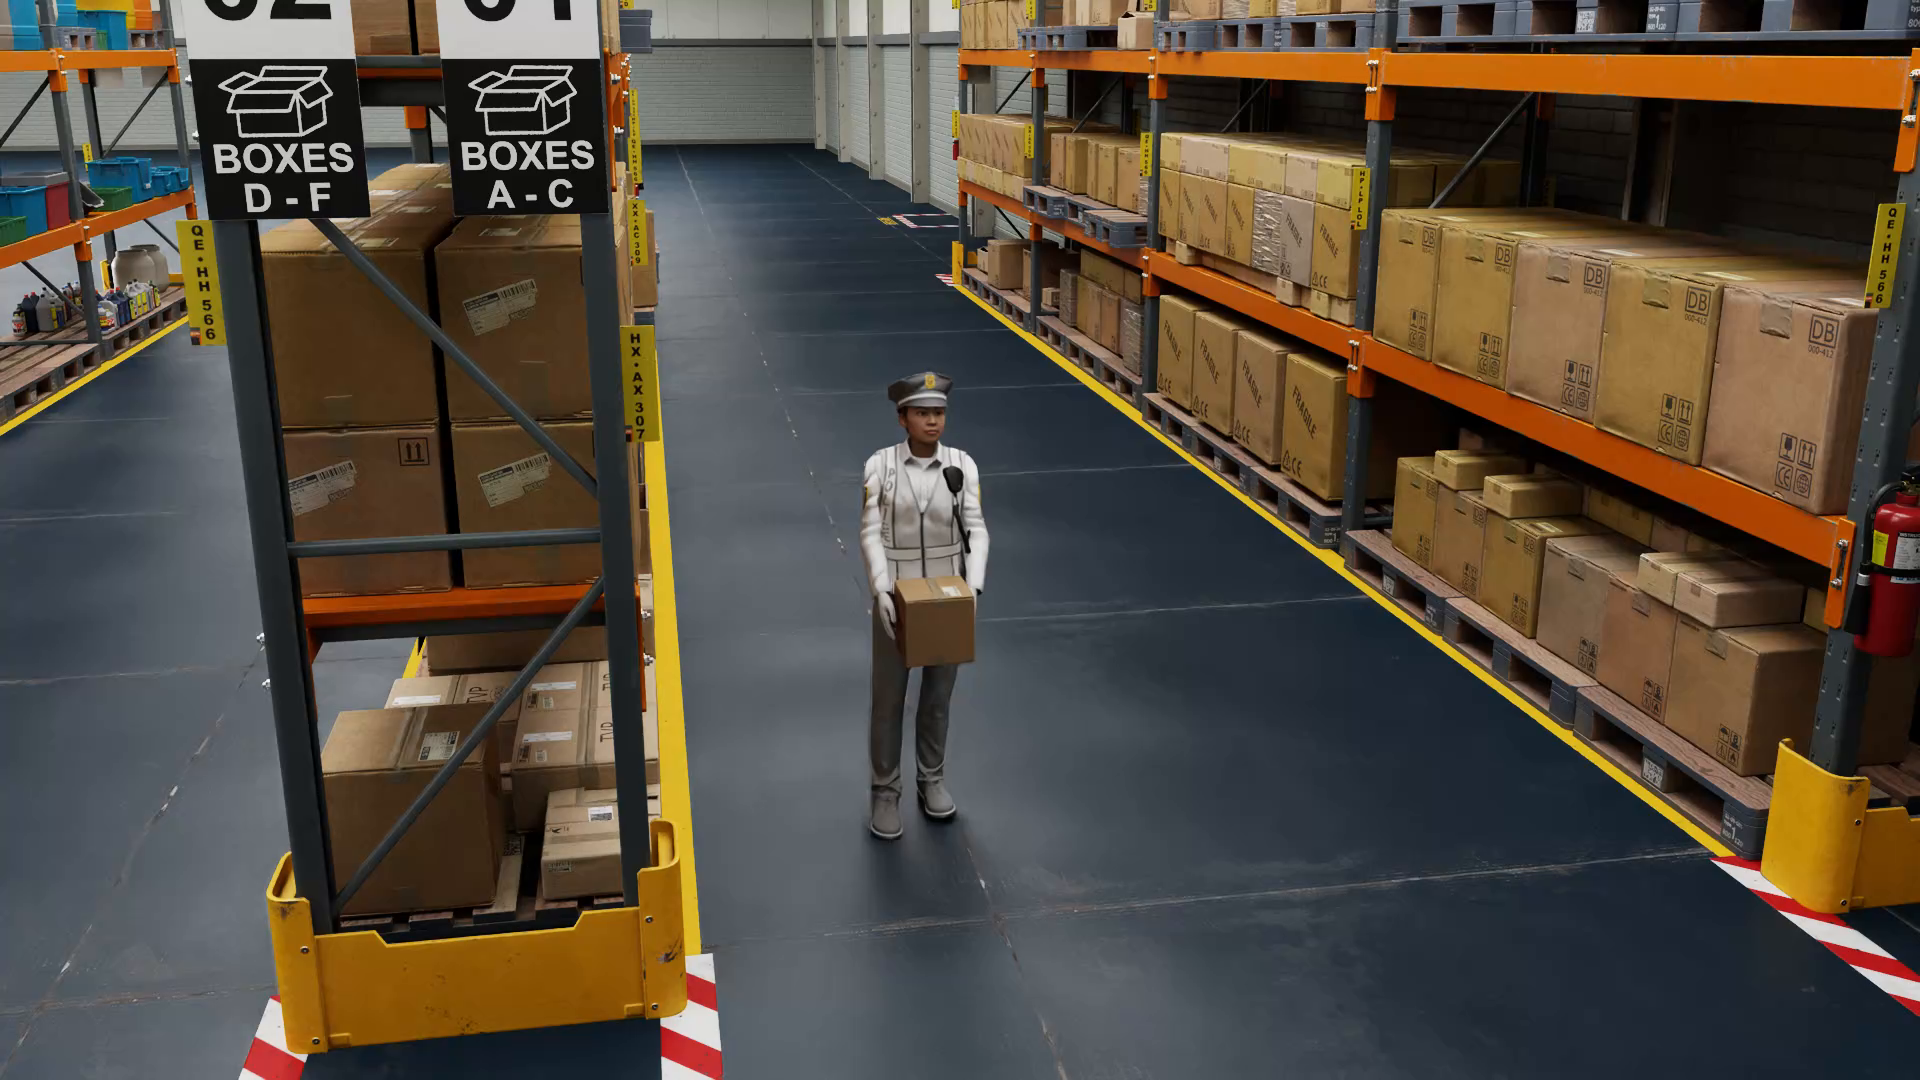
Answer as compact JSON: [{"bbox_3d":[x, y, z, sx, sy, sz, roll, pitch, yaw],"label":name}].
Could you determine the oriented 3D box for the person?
[{"bbox_3d":[-0.125,0.224,6.199,0.491,1.703,0.508,-3,17,-10],"label":"person"}]
